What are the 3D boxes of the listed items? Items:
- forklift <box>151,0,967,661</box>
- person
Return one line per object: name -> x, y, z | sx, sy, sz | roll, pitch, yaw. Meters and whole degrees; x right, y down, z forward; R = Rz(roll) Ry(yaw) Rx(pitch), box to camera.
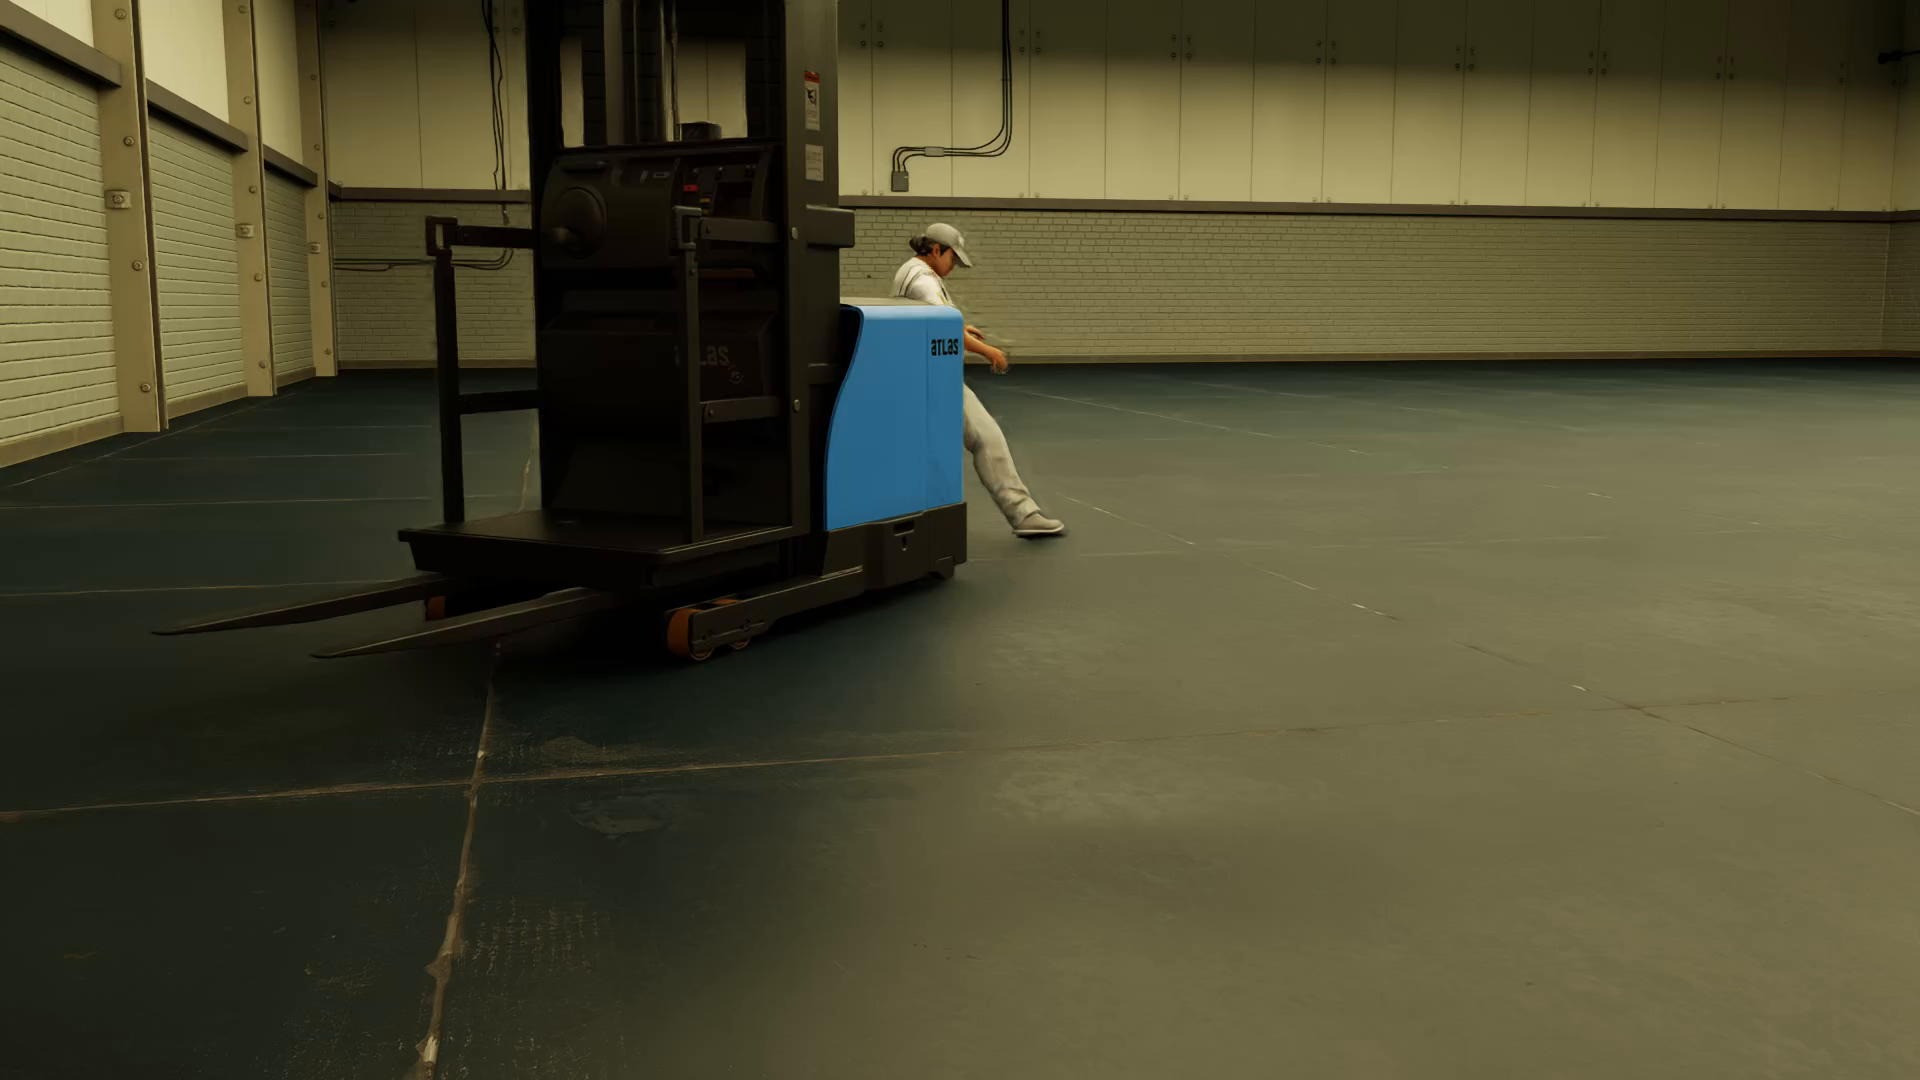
forklift -> -1.119, -1.152, 5.367 | 1.130, 2.935, 3.031 | 4, 9, 28
person -> -0.060, -0.801, 8.161 | 0.892, 1.478, 1.236 | -2, 8, -14
